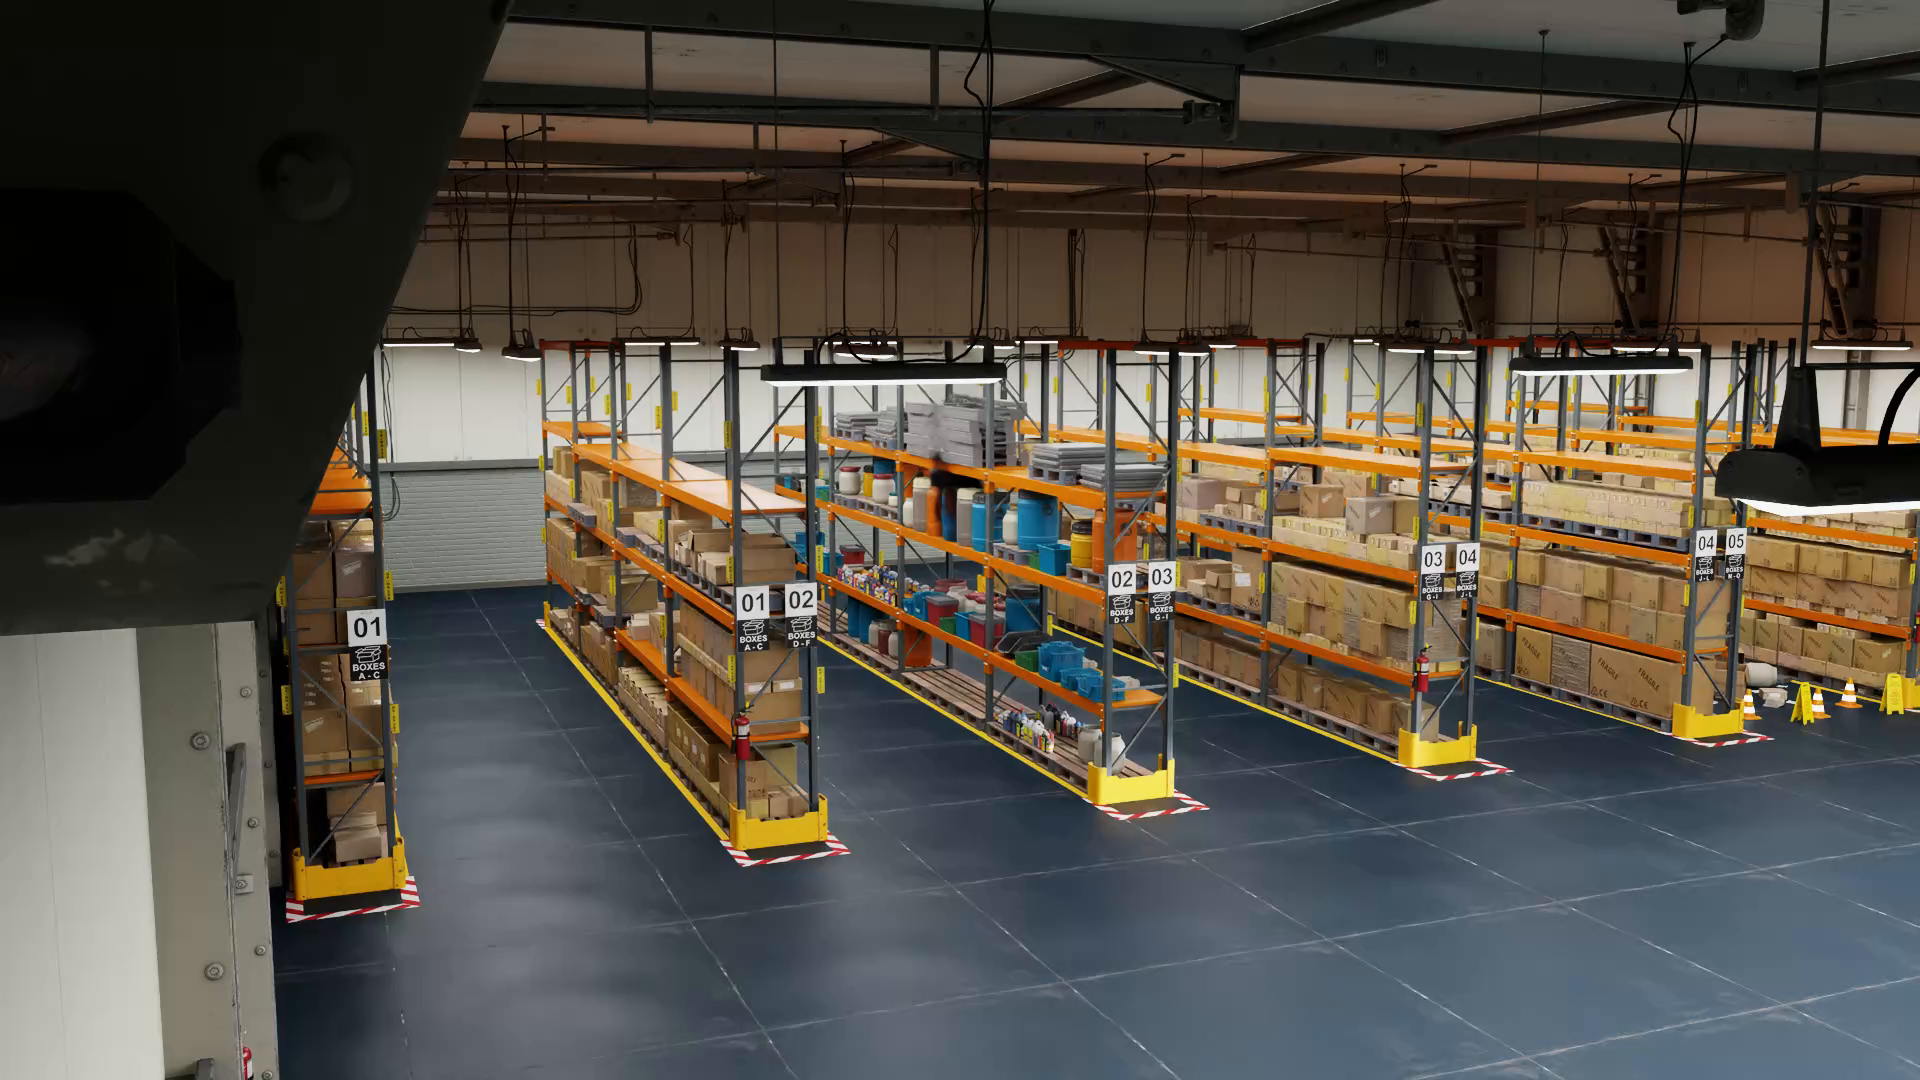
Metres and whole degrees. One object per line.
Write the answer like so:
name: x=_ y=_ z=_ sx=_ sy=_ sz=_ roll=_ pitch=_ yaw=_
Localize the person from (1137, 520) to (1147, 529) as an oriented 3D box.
person: x=4.245 y=0.358 z=39.035 sx=0.696 sy=1.783 sz=0.945 roll=-3 pitch=8 yaw=-19
